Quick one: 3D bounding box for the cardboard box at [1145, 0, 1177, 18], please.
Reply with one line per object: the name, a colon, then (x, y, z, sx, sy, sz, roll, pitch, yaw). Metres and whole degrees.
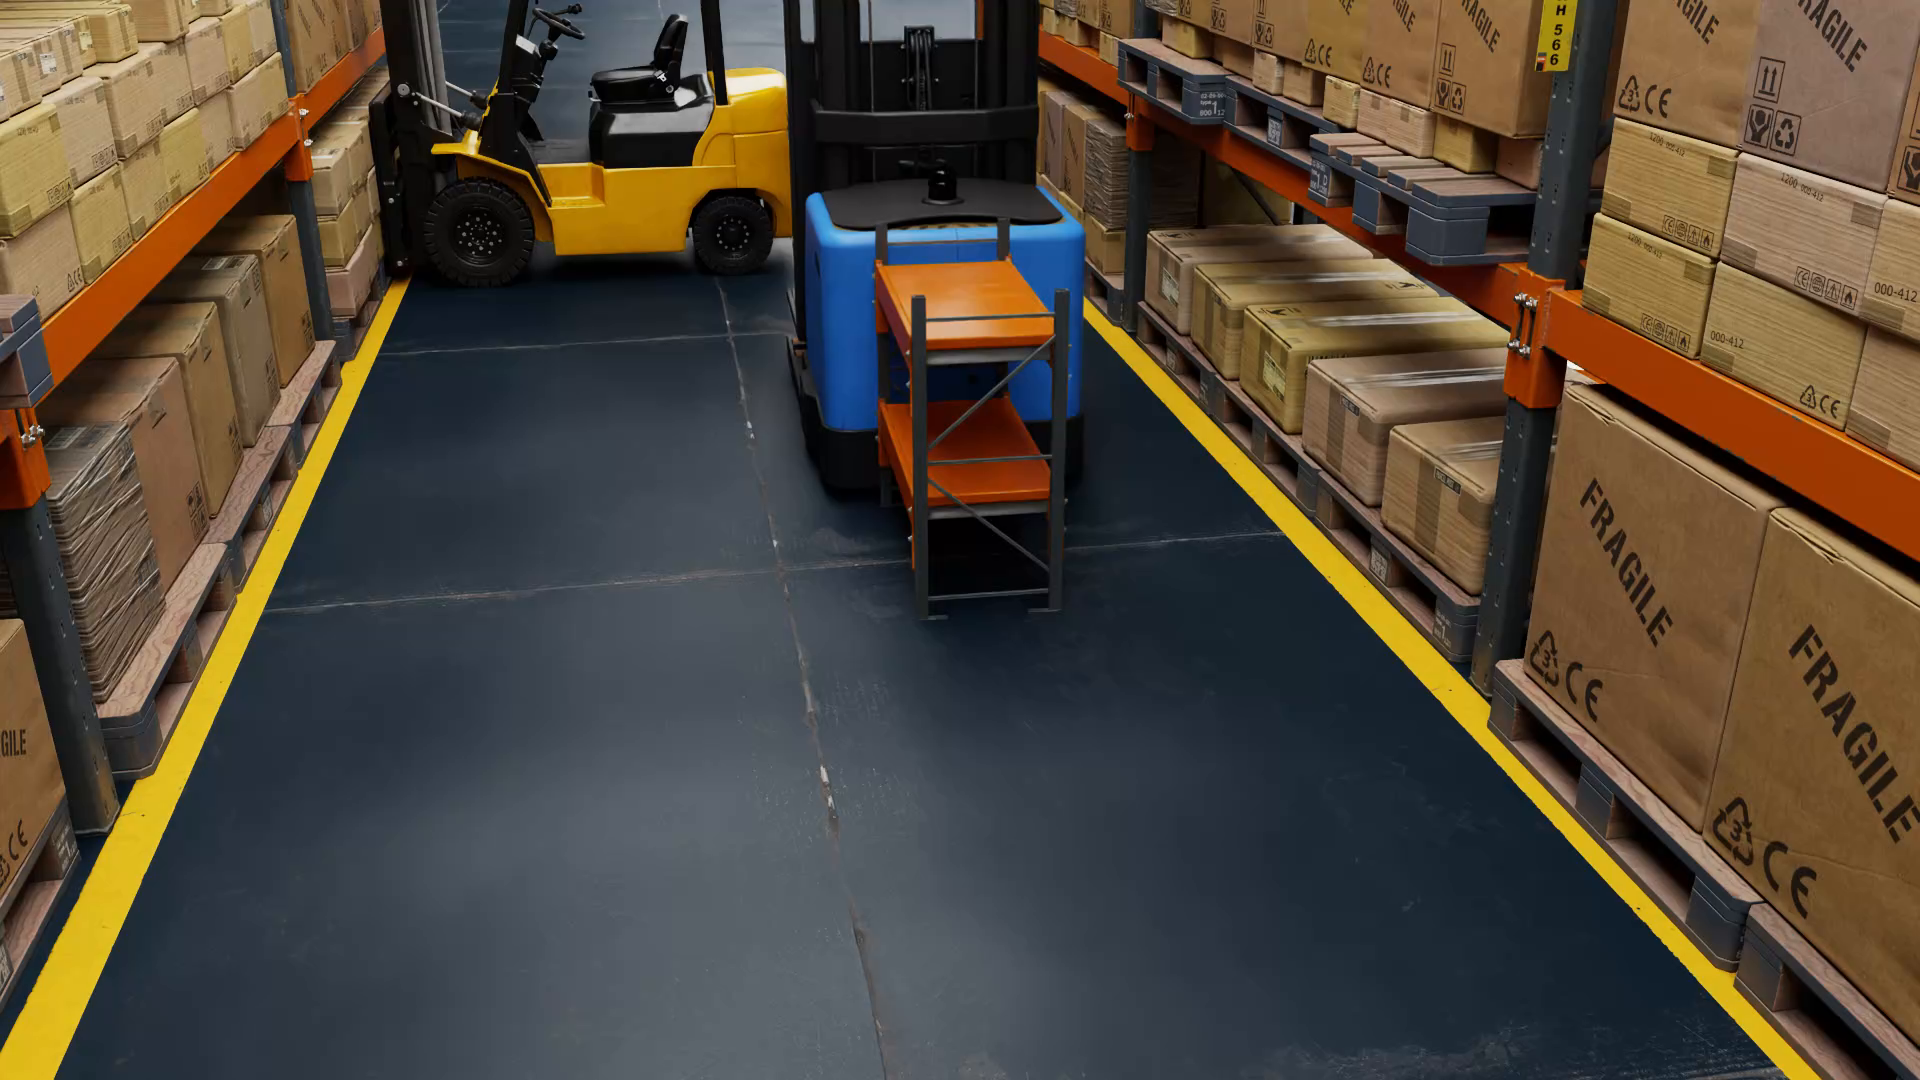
cardboard box: (1.166, -2.683, 7.625, 0.500, 0.500, 0.500, -4, 24, -8)

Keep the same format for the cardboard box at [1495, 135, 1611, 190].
cardboard box: (1.809, -1.130, 4.878, 0.380, 0.149, 0.250, -3, 24, -8)

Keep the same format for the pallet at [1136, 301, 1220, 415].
pallet: (1.507, -0.930, 8.117, 1.003, 0.211, 1.213, -4, 24, -10)

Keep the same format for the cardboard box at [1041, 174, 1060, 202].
cardboard box: (0.790, -2.068, 10.149, 0.500, 0.250, 0.500, -4, 24, -9)

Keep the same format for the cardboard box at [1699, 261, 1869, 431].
cardboard box: (2.057, -0.461, 3.744, 0.500, 0.250, 0.500, -5, 24, -11)

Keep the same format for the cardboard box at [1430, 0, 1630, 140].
cardboard box: (1.744, -1.474, 4.856, 0.500, 0.500, 0.500, -5, 24, -11)

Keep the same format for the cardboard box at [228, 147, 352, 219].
cardboard box: (-3.297, -1.750, 8.170, 0.500, 0.250, 0.500, -5, 24, -11)

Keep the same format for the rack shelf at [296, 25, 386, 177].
rack shelf: (-3.886, -2.603, 9.360, 1.077, 0.370, 4.000, -4, 24, -10)

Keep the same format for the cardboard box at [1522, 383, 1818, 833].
cardboard box: (2.147, 0.118, 4.362, 0.875, 0.875, 0.875, -5, 24, -10)

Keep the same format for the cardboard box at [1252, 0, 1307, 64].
cardboard box: (1.443, -2.090, 6.265, 0.500, 0.500, 0.500, -5, 24, -12)

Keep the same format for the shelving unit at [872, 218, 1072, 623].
shelving unit: (0.016, -0.460, 5.897, 0.538, 1.125, 1.048, -4, 24, -8)

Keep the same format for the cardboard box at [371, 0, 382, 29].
cardboard box: (-3.820, -3.386, 10.130, 0.500, 0.500, 0.500, -4, 24, -8)

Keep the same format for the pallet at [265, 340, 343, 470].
pallet: (-3.341, -0.581, 7.316, 1.003, 0.211, 1.213, -4, 24, -10)

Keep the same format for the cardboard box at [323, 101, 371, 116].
cardboard box: (-3.574, -2.353, 9.552, 0.500, 0.250, 0.500, -5, 24, -11)

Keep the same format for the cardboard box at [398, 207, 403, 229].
cardboard box: (-3.574, -1.893, 9.748, 0.500, 0.250, 0.500, -4, 24, -8)

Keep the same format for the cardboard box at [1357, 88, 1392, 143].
cardboard box: (1.559, -1.425, 5.555, 0.380, 0.149, 0.250, -5, 24, -12)

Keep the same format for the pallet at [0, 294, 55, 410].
pallet: (-2.582, -0.223, 3.252, 1.213, 0.211, 1.003, -4, 24, -10)

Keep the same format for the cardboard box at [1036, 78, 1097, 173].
cardboard box: (0.690, -2.613, 10.460, 0.500, 0.500, 0.500, -4, 24, -9)

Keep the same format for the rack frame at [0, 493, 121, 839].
rack frame: (-2.776, -0.572, 3.812, 1.000, 3.000, 0.127, -4, 24, -10)

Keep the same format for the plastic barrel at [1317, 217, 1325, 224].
plastic barrel: (2.492, -2.207, 10.774, 0.512, 0.421, 0.421, 13, 27, 27)

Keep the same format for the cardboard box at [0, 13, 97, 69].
cardboard box: (-2.806, -1.465, 4.921, 0.380, 0.149, 0.250, -4, 24, -9)

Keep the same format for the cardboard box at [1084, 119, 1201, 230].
cardboard box: (0.988, -2.003, 9.063, 0.500, 0.500, 0.500, -5, 24, -10)

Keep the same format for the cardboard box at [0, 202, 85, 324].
cardboard box: (-2.618, -0.696, 4.283, 0.500, 0.250, 0.500, -4, 24, -10)

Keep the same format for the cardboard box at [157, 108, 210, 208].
cardboard box: (-2.903, -1.301, 5.667, 0.500, 0.250, 0.500, -4, 24, -8)

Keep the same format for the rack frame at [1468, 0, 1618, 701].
rack frame: (2.101, -0.941, 4.657, 1.000, 3.000, 0.127, -4, 24, -10)

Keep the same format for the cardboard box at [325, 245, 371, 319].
cardboard box: (-3.280, -1.293, 8.373, 0.500, 0.250, 0.500, -4, 24, -9)

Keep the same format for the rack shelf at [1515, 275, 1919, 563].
rack shelf: (2.471, 0.175, 3.000, 1.077, 0.370, 4.000, -4, 24, -10)

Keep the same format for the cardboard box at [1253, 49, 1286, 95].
cardboard box: (1.367, -1.836, 6.496, 0.380, 0.149, 0.250, -3, 24, -8)

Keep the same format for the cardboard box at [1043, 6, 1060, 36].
cardboard box: (0.710, -3.104, 9.923, 0.380, 0.149, 0.250, -4, 24, -9)

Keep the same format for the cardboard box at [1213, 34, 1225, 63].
cardboard box: (1.318, -2.146, 7.206, 0.380, 0.149, 0.250, -3, 24, -6)

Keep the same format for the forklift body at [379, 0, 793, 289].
forklift body: (-2.112, -2.719, 9.788, 2.313, 2.155, 1.214, -4, 24, -10)

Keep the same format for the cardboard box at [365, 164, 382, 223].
cardboard box: (-3.479, -1.917, 9.177, 0.500, 0.250, 0.500, -5, 24, -10)

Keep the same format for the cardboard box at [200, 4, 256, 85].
cardboard box: (-3.072, -1.930, 6.484, 0.500, 0.250, 0.500, -5, 24, -11)

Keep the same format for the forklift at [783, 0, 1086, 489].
forklift: (-0.244, -2.103, 7.403, 1.130, 2.935, 3.031, -4, 24, -8)

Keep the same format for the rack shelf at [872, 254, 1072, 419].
rack shelf: (0.016, -0.728, 5.780, 0.538, 0.278, 1.000, -4, 24, -8)

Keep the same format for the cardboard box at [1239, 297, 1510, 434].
cardboard box: (1.727, -0.741, 6.956, 0.950, 0.372, 0.625, -4, 24, -8)

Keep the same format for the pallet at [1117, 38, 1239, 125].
pallet: (1.360, -2.115, 7.585, 1.003, 0.211, 1.213, -4, 24, -10)

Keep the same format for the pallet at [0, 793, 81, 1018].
pallet: (-2.675, 1.002, 3.692, 1.003, 0.211, 1.213, -4, 24, -10)

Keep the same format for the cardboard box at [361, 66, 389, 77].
cardboard box: (-3.864, -2.951, 10.922, 0.500, 0.250, 0.500, -4, 24, -8)

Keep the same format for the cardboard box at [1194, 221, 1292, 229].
cardboard box: (1.518, -1.699, 9.303, 0.500, 0.250, 0.500, -5, 24, -12)

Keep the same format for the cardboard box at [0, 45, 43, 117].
cardboard box: (-2.596, -1.167, 4.240, 0.380, 0.149, 0.250, -4, 24, -9)

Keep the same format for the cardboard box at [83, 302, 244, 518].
cardboard box: (-3.131, -0.444, 5.961, 0.875, 0.625, 0.625, -5, 24, -12)

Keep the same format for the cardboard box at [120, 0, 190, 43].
cardboard box: (-2.844, -1.772, 5.624, 0.380, 0.149, 0.250, -5, 24, -11)

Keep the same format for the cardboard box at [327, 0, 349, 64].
cardboard box: (-3.549, -2.788, 8.761, 0.500, 0.500, 0.500, -5, 24, -10)

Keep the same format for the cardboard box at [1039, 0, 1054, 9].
cardboard box: (0.733, -3.460, 9.927, 0.500, 0.500, 0.500, -5, 24, -11)

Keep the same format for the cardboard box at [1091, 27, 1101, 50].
cardboard box: (0.946, -2.808, 9.246, 0.380, 0.149, 0.250, -5, 24, -10)

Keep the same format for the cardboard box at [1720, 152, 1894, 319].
cardboard box: (2.047, -0.680, 3.623, 0.500, 0.250, 0.500, -4, 24, -8)

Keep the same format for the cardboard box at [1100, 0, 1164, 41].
cardboard box: (1.035, -2.853, 8.538, 0.500, 0.500, 0.500, -5, 24, -11)

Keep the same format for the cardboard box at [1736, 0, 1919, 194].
cardboard box: (2.053, -1.039, 3.506, 0.500, 0.500, 0.500, -4, 24, -10)

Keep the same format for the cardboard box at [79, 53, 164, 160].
cardboard box: (-2.789, -1.329, 5.109, 0.500, 0.250, 0.500, -5, 24, -11)

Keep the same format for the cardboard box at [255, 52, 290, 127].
cardboard box: (-3.166, -1.898, 7.035, 0.500, 0.250, 0.500, -4, 24, -9)
